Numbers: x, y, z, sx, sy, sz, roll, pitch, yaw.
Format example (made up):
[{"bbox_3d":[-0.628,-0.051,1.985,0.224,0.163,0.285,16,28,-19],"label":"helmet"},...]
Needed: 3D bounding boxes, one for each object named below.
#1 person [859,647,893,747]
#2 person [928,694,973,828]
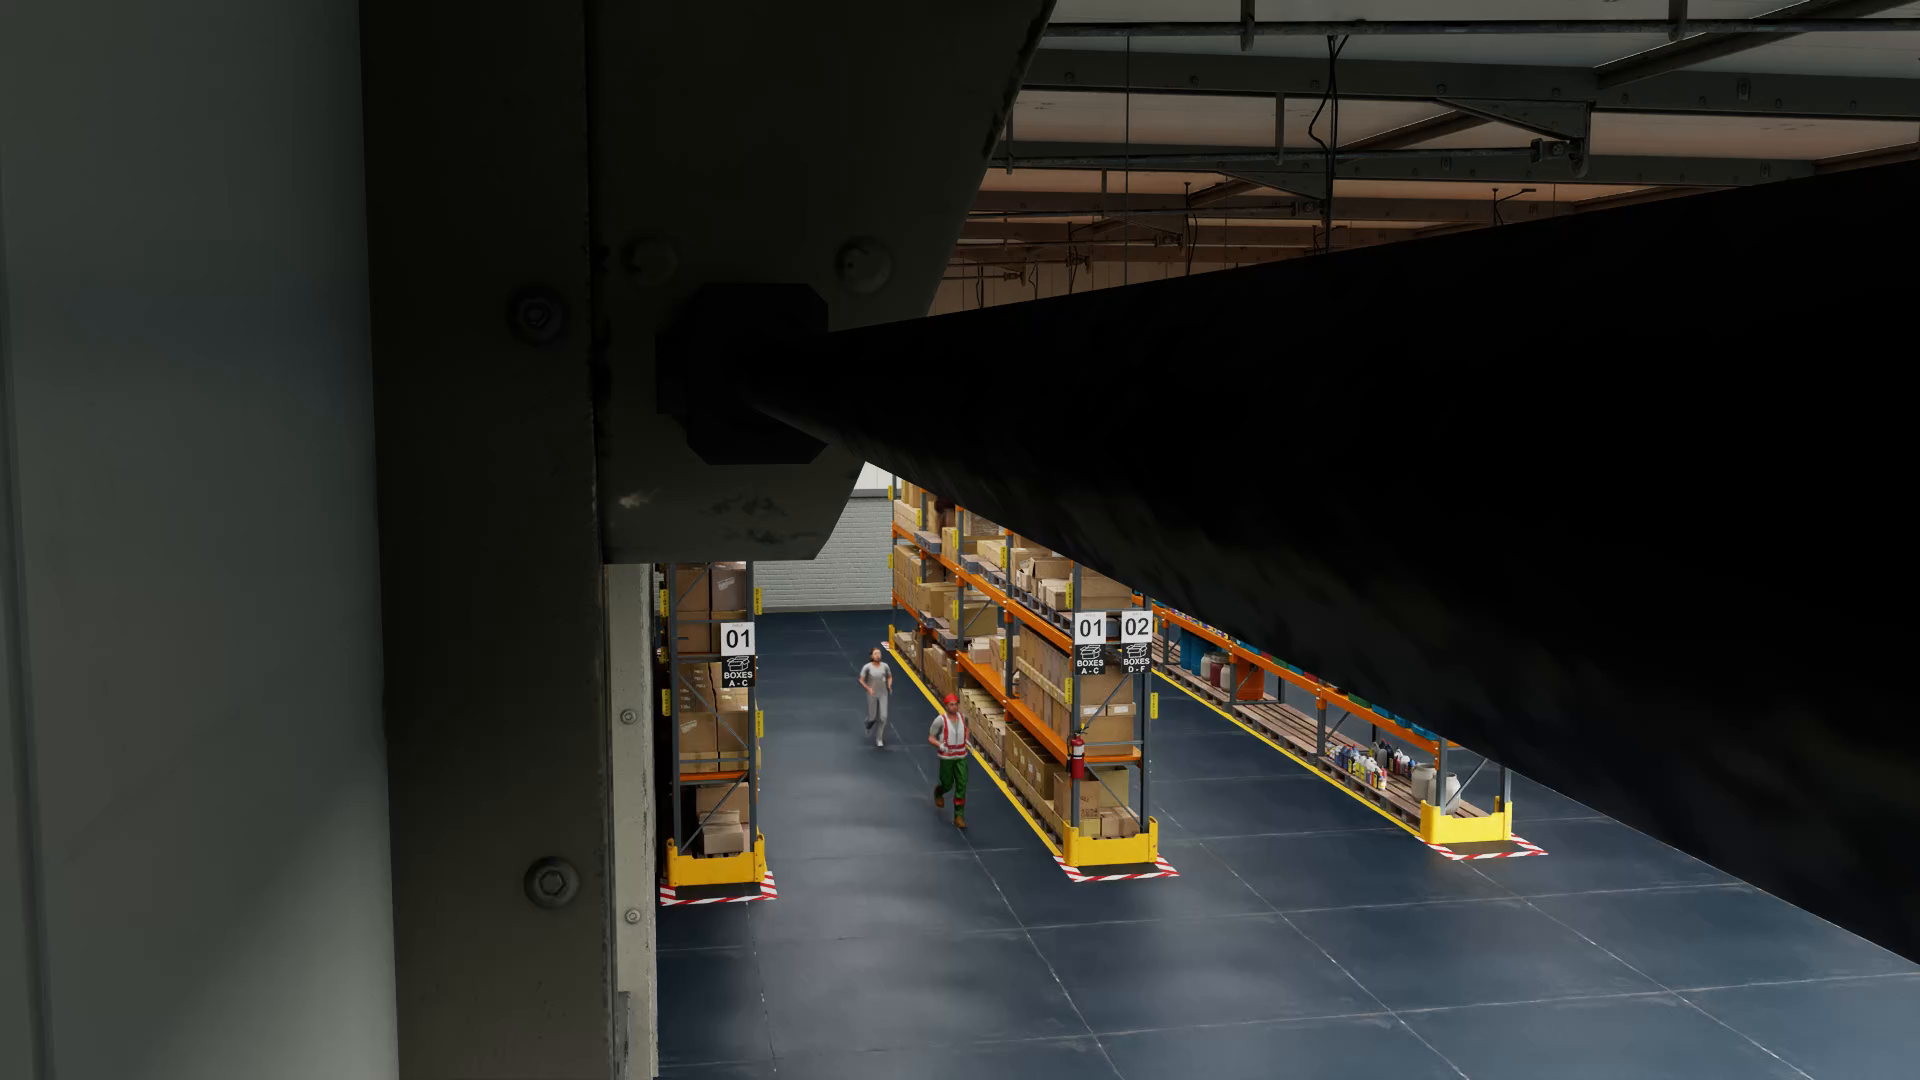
[{"bbox_3d":[-1.371,2.562,27.406,0.565,1.619,0.641,-2,6,-17],"label":"person"},{"bbox_3d":[-0.113,2.984,22.815,0.658,1.779,0.928,-2,7,-22],"label":"person"}]
